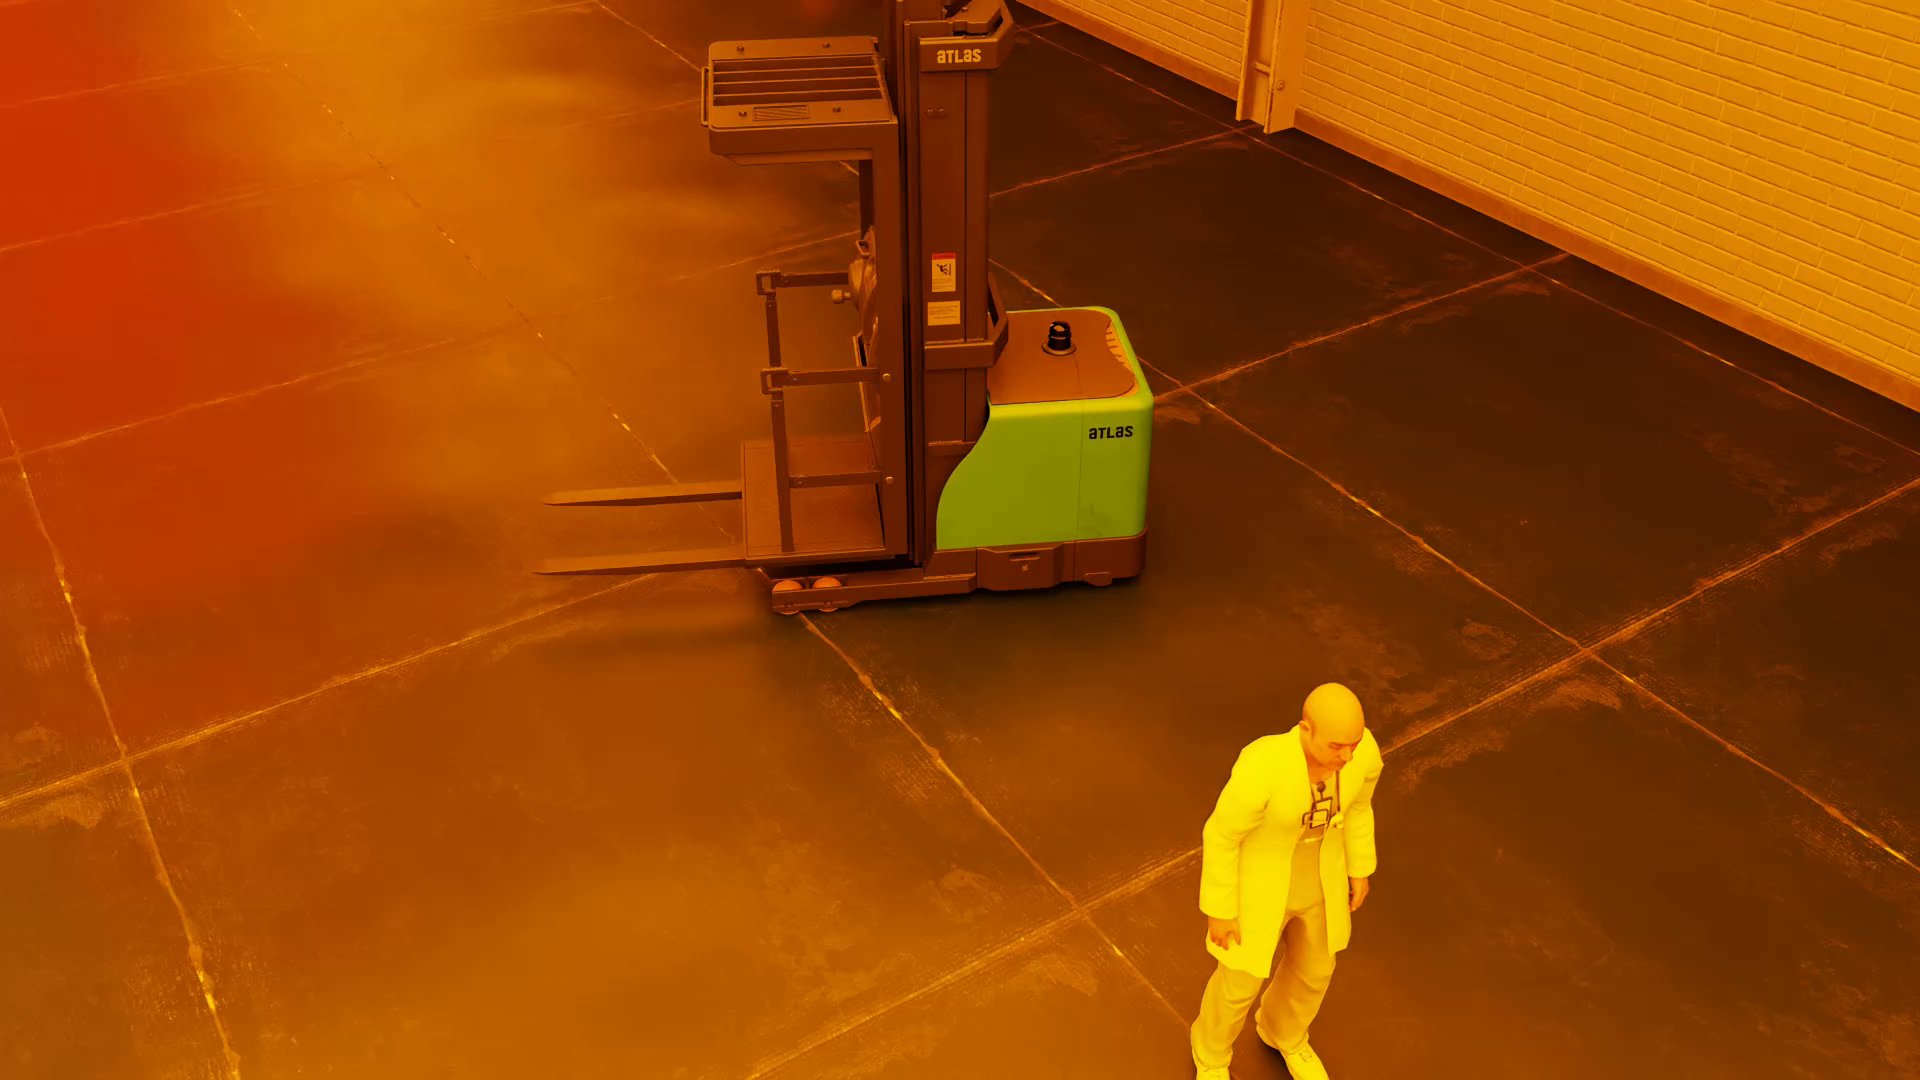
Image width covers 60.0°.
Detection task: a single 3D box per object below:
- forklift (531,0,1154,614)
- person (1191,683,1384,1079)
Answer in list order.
[{"bbox_3d":[-0.625,-1.156,7.793,3.031,2.935,1.130,-4,35,-6],"label":"forklift"},{"bbox_3d":[1.089,1.160,5.505,0.649,1.772,0.436,-12,37,-16],"label":"person"}]
